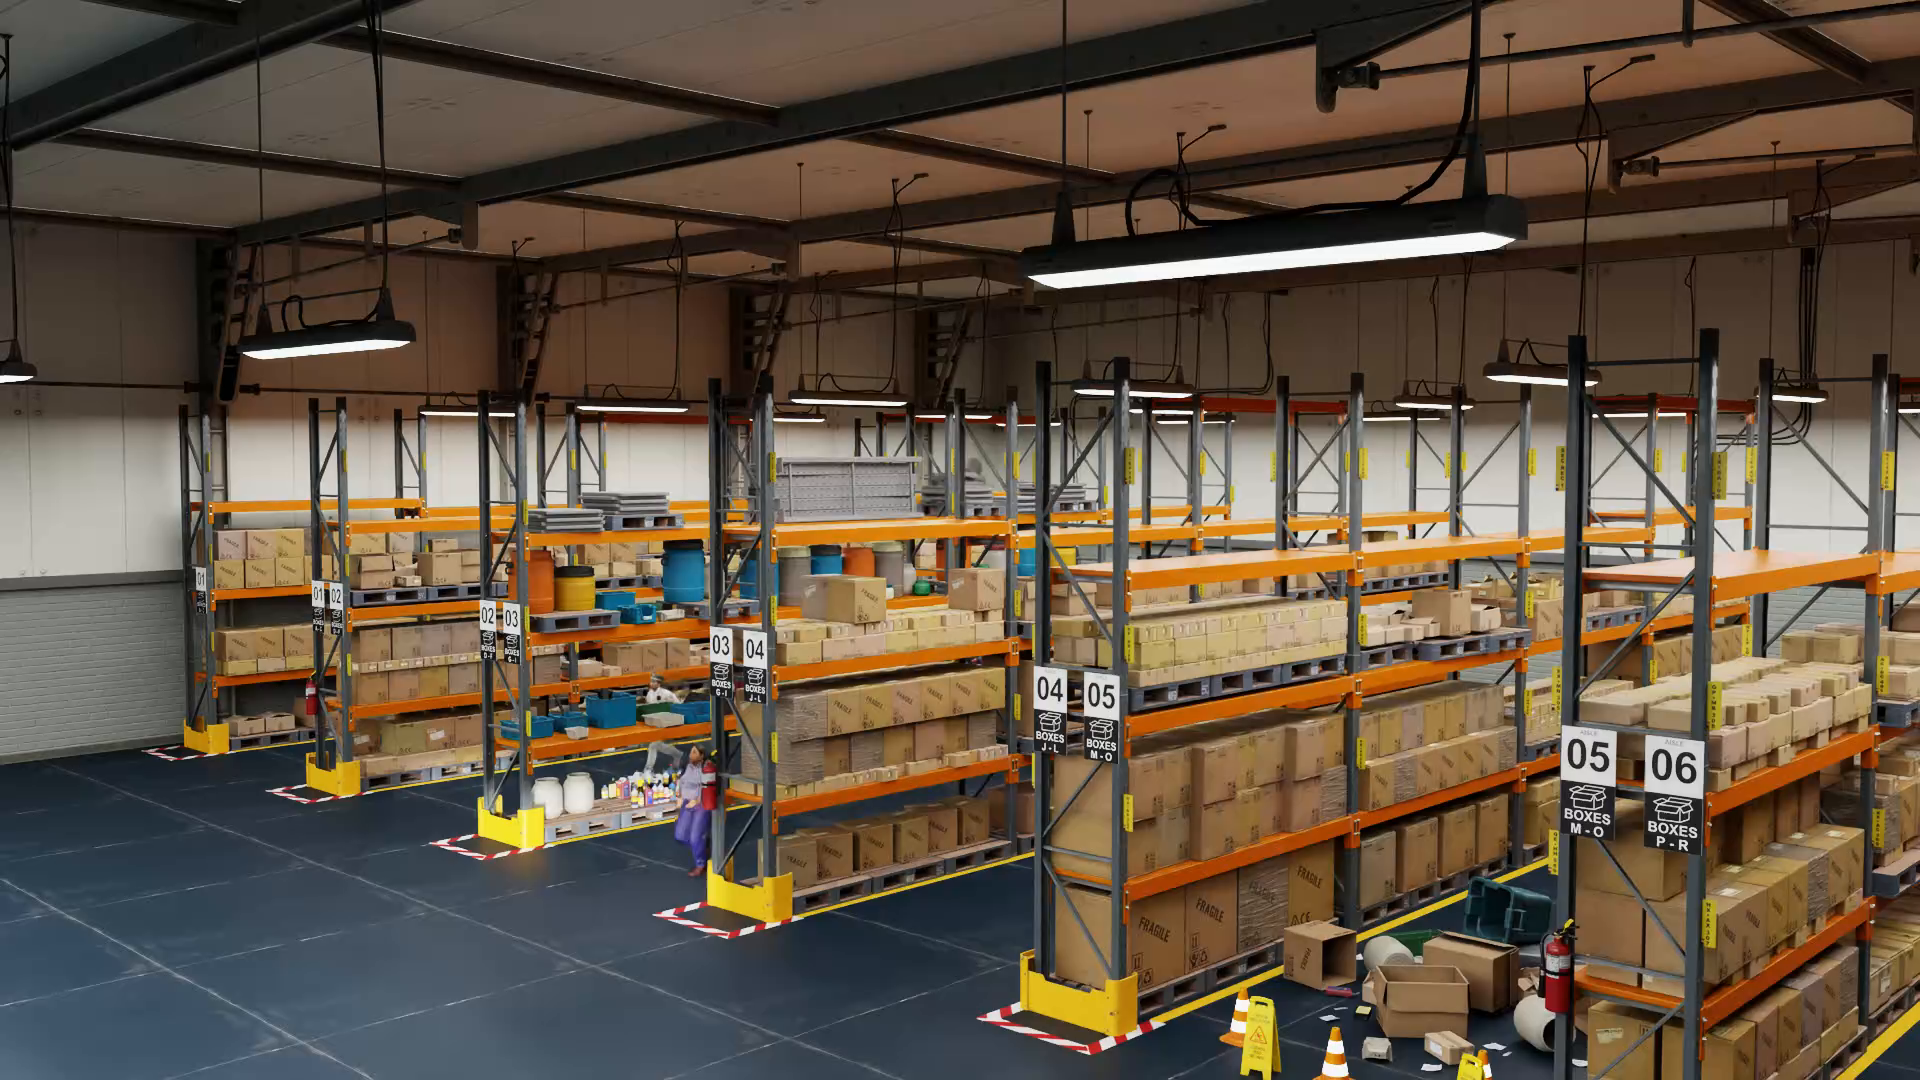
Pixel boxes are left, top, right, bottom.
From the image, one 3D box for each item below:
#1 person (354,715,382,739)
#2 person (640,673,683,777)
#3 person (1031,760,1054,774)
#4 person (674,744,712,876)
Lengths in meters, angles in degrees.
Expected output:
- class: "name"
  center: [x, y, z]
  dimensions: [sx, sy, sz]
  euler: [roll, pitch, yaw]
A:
- class: "person"
  center: [-9.724, 2.847, 27.434]
  dimensions: [0.683, 1.772, 1.132]
  euler: [2, 4, 38]
- class: "person"
  center: [-4.761, 2.935, 26.484]
  dimensions: [0.639, 1.689, 0.954]
  euler: [2, 4, 37]
- class: "person"
  center: [1.328, 2.966, 25.095]
  dimensions: [0.706, 1.736, 0.702]
  euler: [3, 4, 44]
- class: "person"
  center: [-3.220, 3.310, 20.407]
  dimensions: [0.612, 1.604, 0.543]
  euler: [2, 4, 39]
